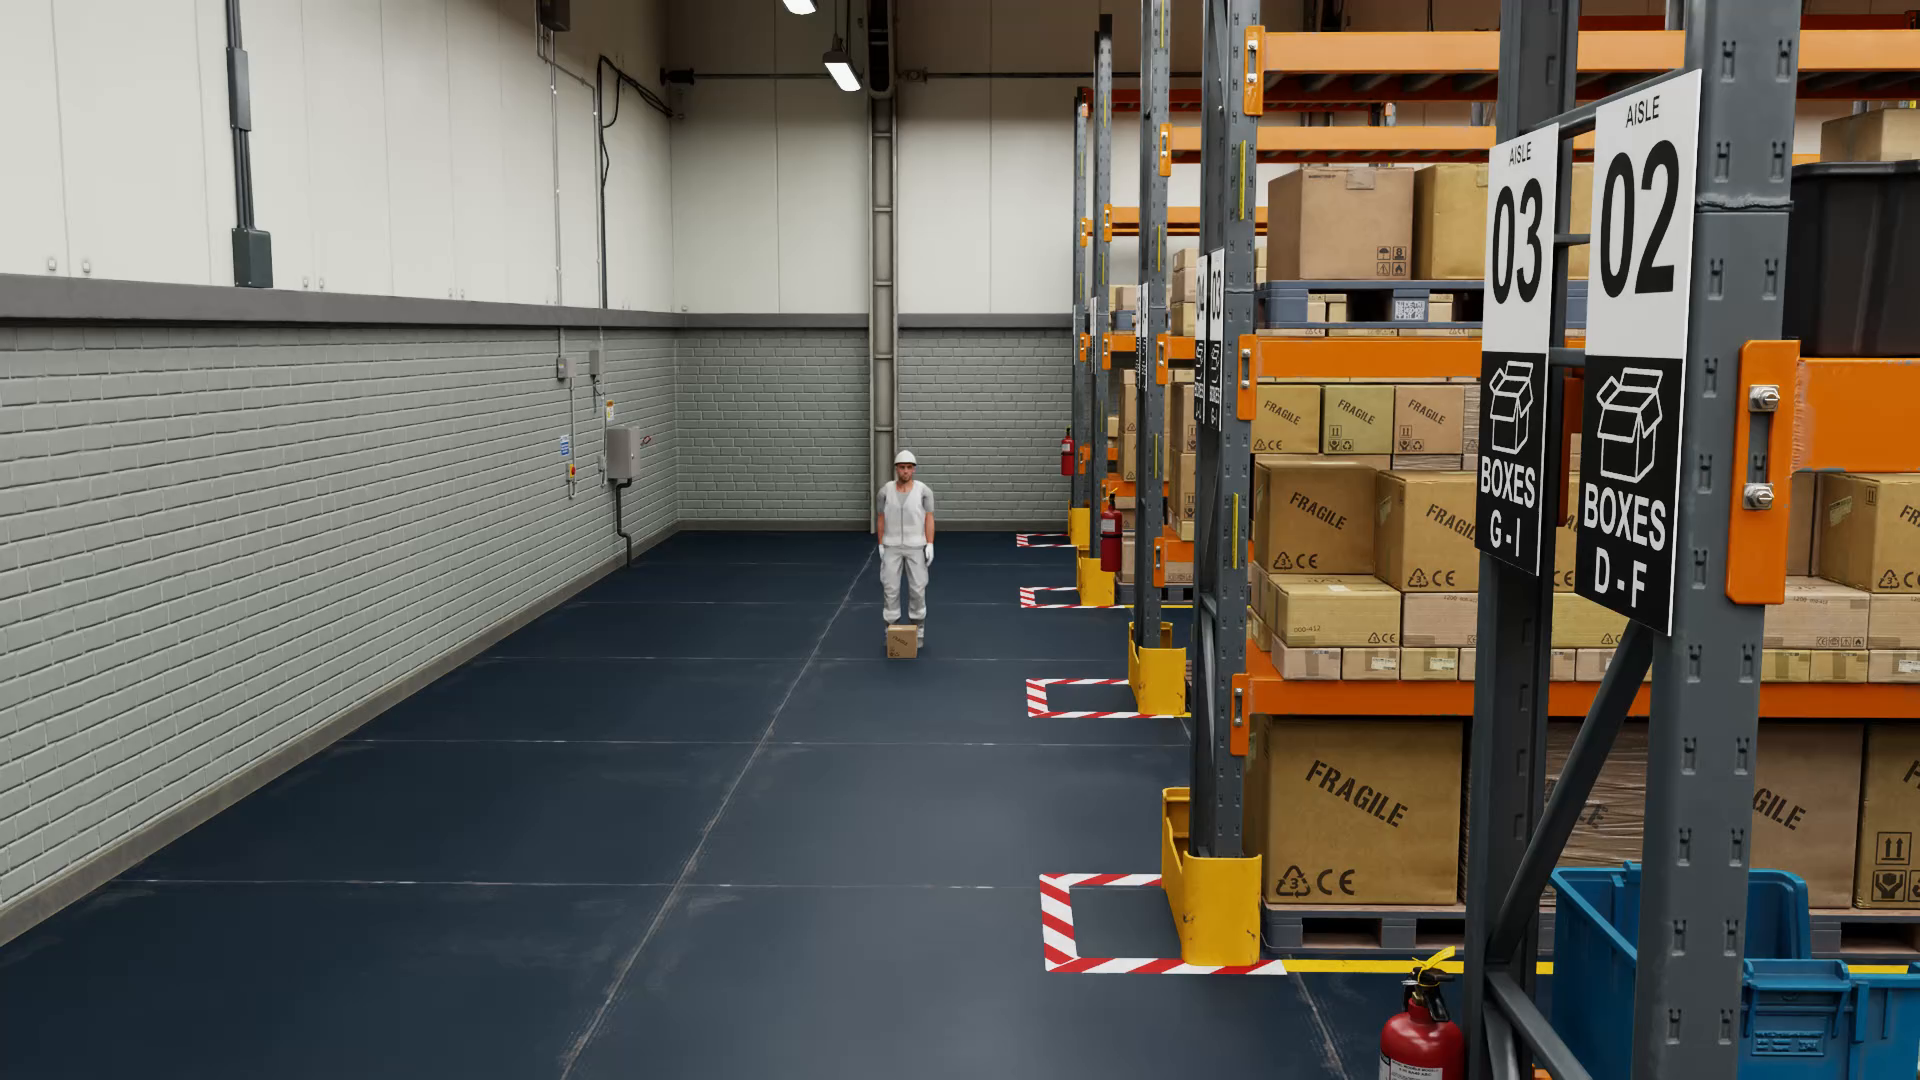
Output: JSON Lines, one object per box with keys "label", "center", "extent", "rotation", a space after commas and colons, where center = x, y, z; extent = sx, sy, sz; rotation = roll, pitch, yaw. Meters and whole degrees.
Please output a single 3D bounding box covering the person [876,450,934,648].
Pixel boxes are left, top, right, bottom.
{"label": "person", "center": [-0.496, 0.094, 15.056], "extent": [0.525, 1.809, 0.364], "rotation": [0, 7, 2]}
